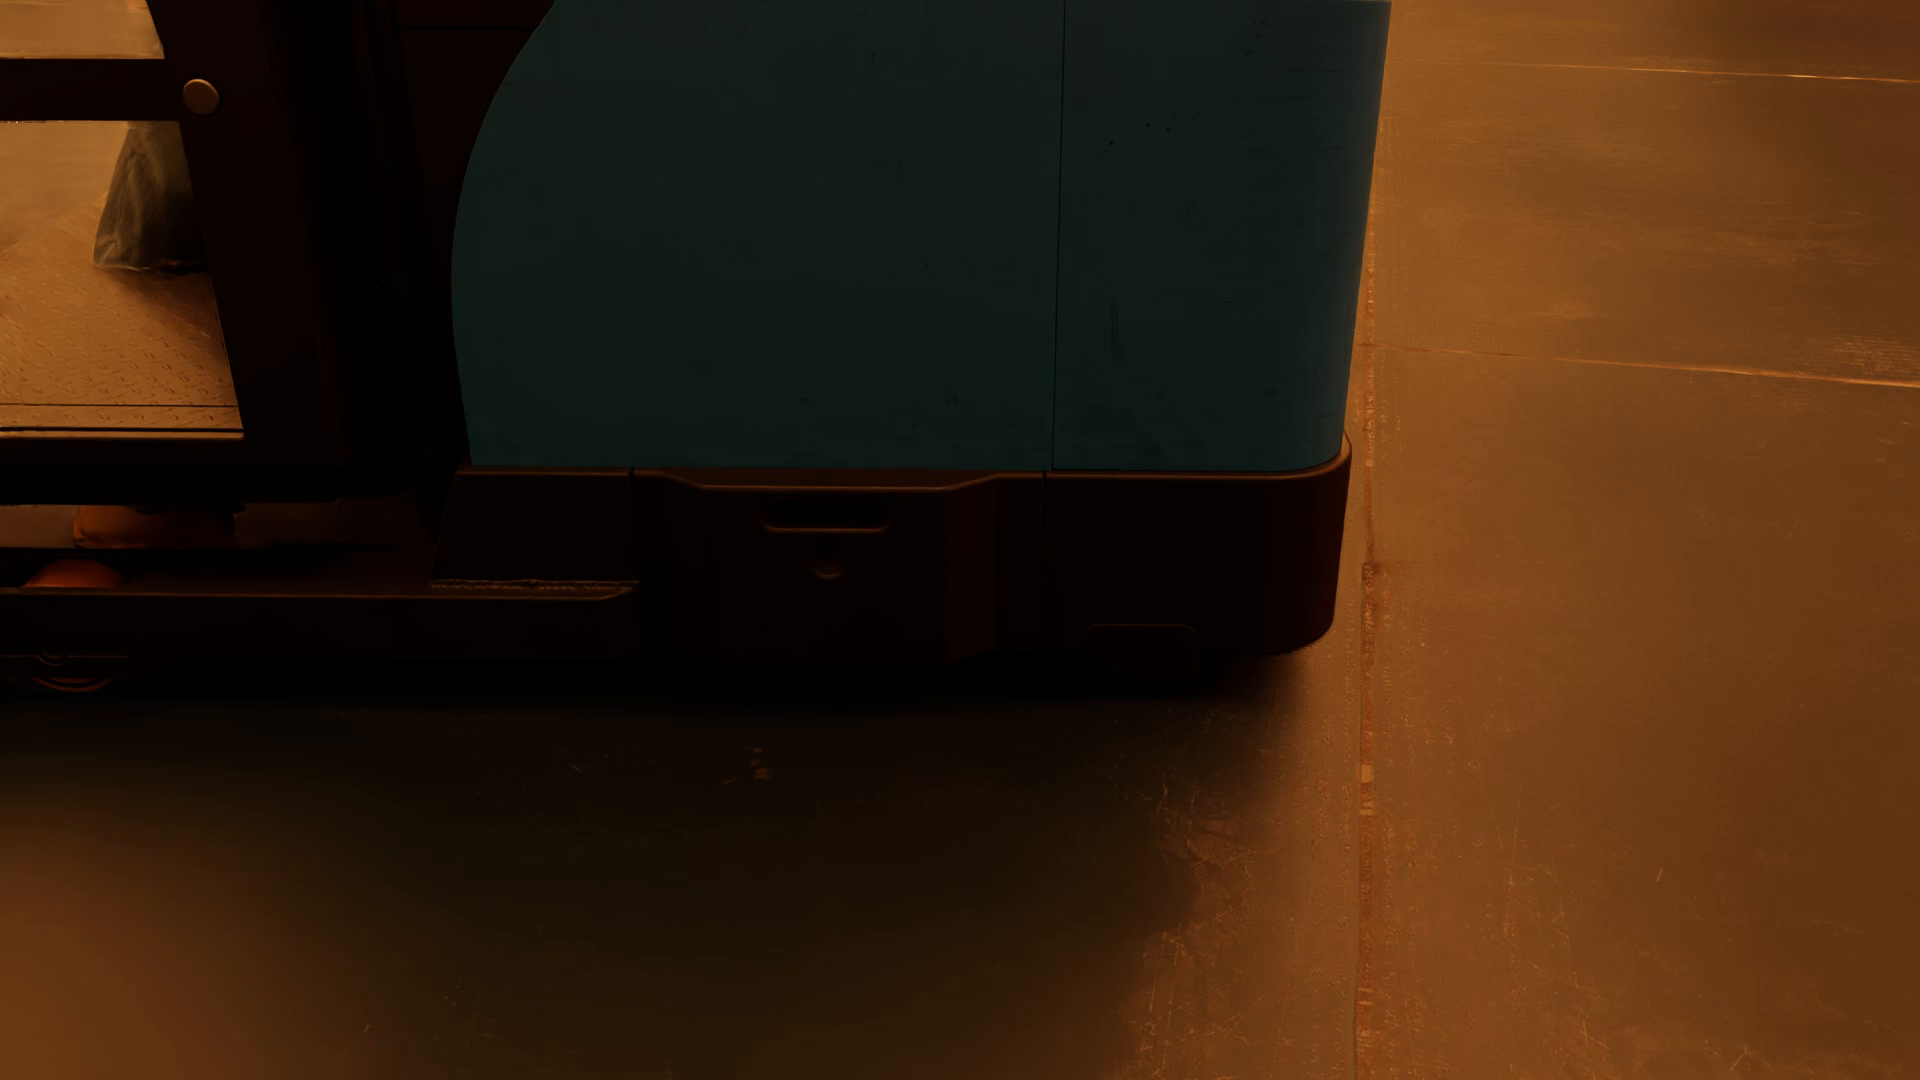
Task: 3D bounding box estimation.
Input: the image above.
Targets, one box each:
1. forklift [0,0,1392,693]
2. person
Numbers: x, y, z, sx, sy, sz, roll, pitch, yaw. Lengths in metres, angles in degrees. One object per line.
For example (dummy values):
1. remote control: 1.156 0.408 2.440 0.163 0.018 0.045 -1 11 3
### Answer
1. forklift: -1.025 -1.352 1.927 3.031 2.935 1.130 1 27 1
2. person: -1.237 -0.906 2.690 1.161 1.484 1.022 21 34 36
